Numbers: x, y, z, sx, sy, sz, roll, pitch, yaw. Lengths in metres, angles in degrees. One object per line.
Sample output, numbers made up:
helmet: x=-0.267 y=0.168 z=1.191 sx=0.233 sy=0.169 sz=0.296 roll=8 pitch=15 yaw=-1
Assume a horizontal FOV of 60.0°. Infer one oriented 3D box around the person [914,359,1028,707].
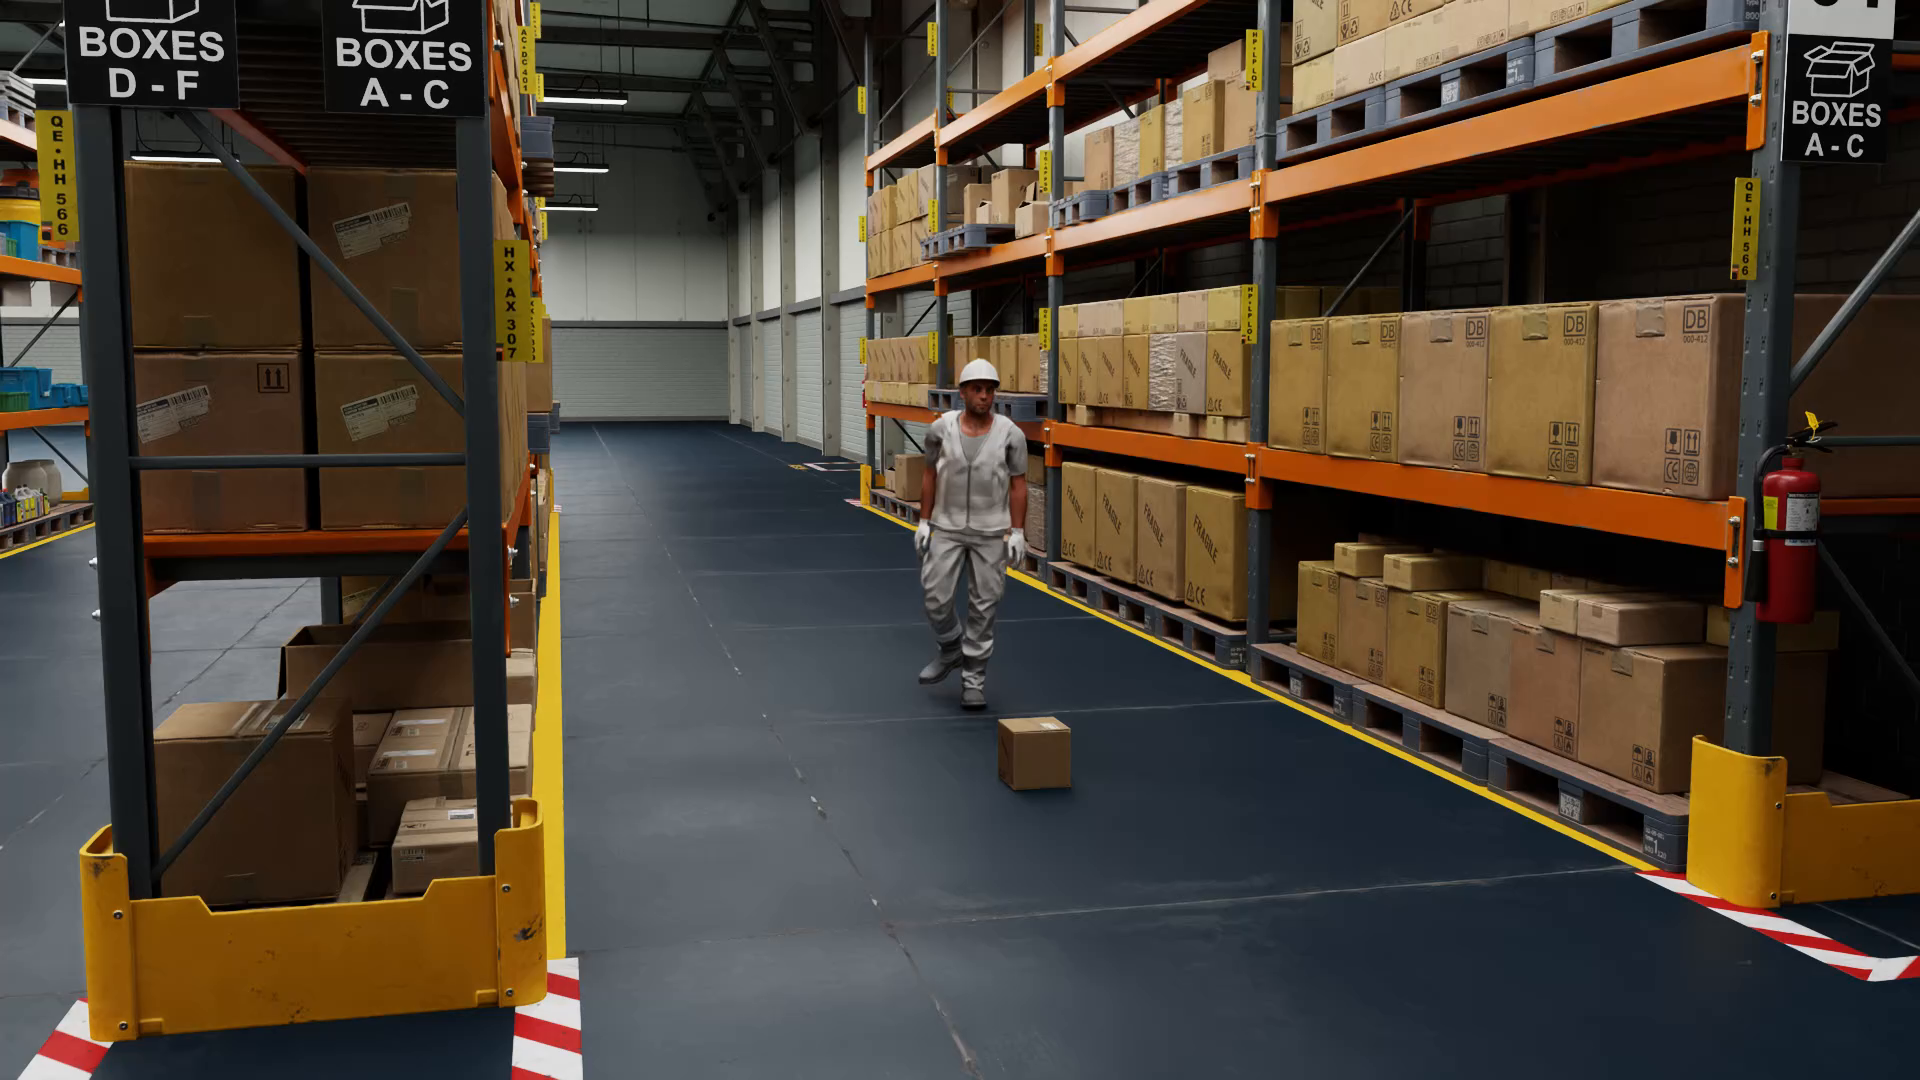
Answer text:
person: x=0.054 y=-0.034 z=8.517 sx=0.587 sy=1.780 sz=0.538 roll=0 pitch=6 yaw=3
